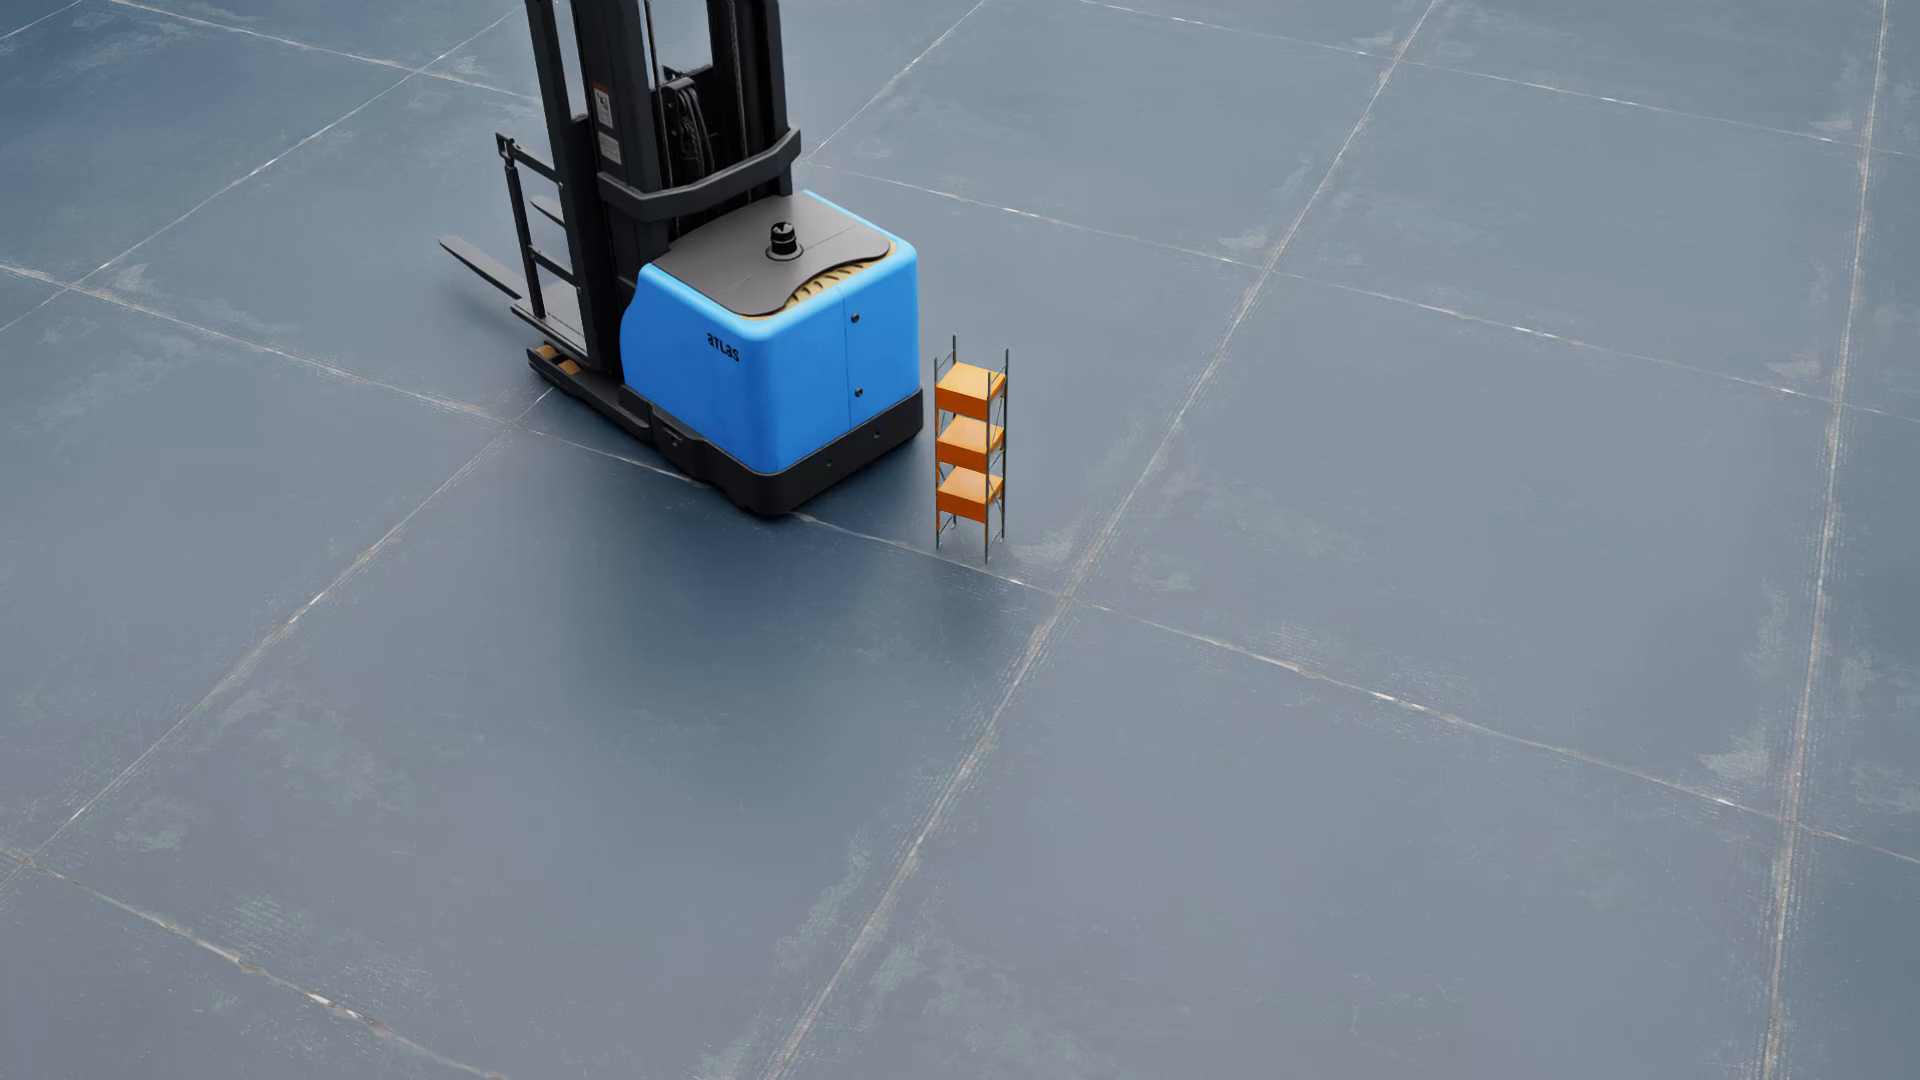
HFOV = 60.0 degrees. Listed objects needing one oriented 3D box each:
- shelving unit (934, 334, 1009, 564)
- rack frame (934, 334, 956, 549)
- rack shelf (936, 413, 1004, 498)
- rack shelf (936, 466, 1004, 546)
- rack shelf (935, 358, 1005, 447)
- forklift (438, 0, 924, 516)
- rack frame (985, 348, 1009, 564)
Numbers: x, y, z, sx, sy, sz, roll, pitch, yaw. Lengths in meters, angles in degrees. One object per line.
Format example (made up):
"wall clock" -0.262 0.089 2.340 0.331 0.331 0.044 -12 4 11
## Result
"shelving unit" 0.048 -0.382 7.273 0.252 1.050 0.215 17 44 19
"rack frame" -0.062 -0.416 7.312 0.008 1.050 0.200 17 44 19
"rack shelf" 0.048 -0.374 7.280 0.240 0.259 0.215 17 44 19
"rack shelf" 0.048 -0.164 7.462 0.240 0.259 0.215 17 44 19
"rack shelf" 0.048 -0.588 7.094 0.240 0.259 0.215 17 44 19
"forklift" -1.583 -2.074 7.789 3.031 2.935 1.130 33 51 32
"rack frame" 0.159 -0.348 7.234 0.008 1.050 0.200 17 44 19
